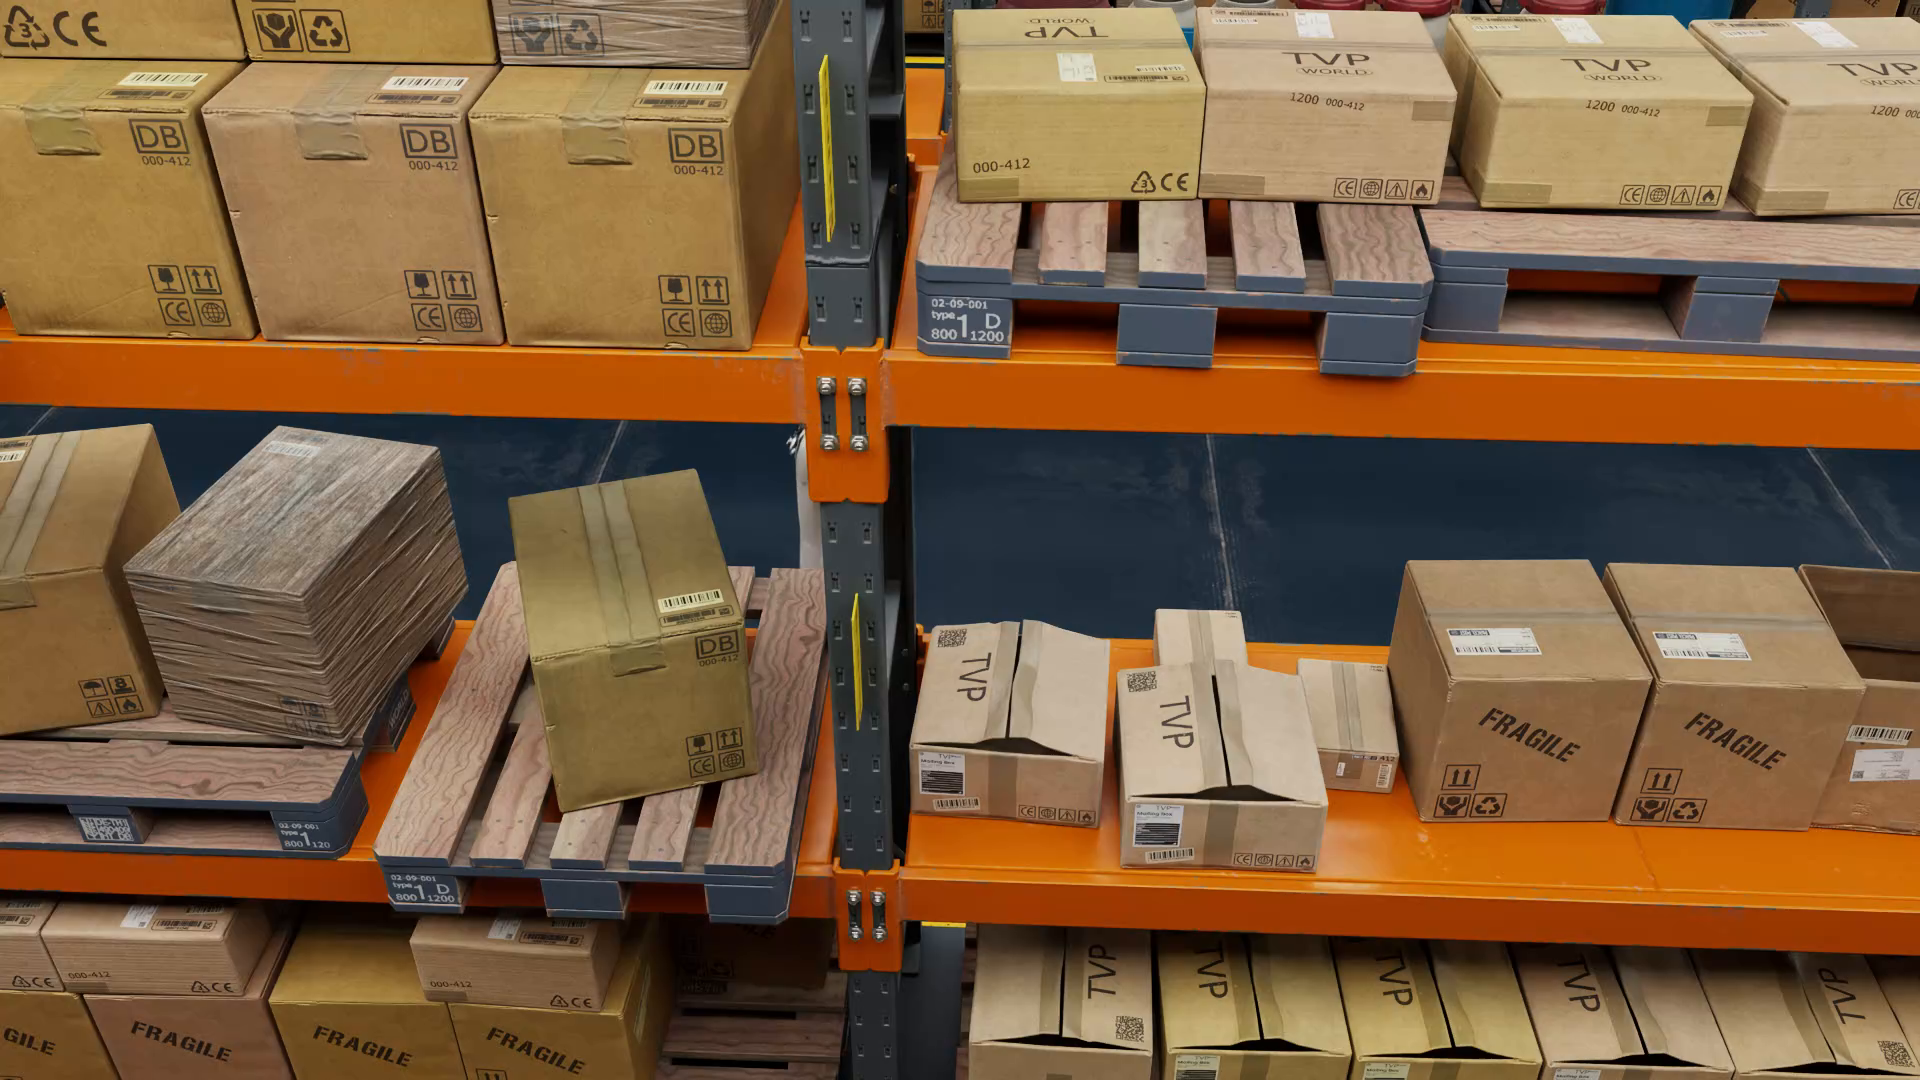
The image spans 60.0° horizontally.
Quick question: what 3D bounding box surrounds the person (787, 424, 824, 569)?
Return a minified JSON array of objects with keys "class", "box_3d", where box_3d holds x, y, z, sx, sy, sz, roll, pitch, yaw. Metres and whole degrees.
[{"class":"person","box_3d":[-0.441,0.027,6.122,0.385,1.780,0.561,2,35,3]}]
